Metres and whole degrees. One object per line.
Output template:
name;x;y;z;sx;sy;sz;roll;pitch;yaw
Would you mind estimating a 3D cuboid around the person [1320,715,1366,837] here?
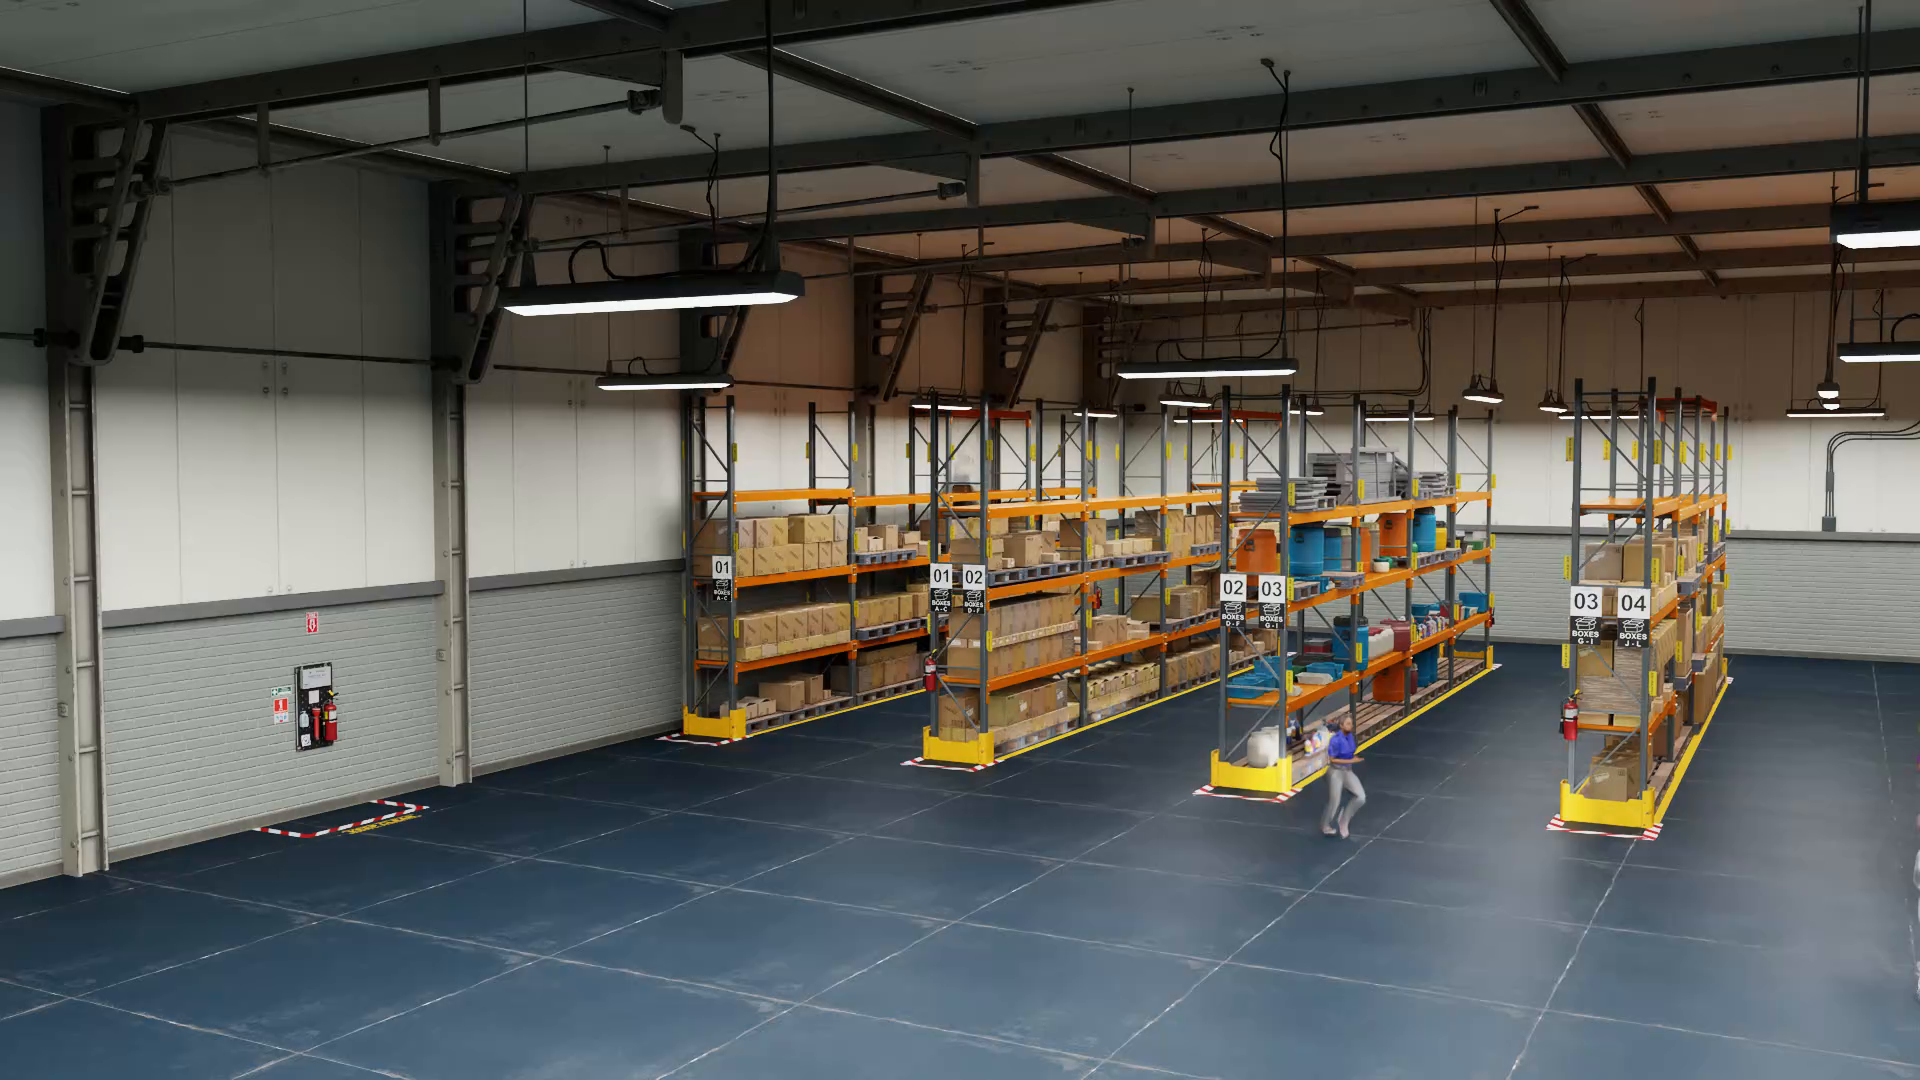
person;4.947;3.041;21.469;0.607;1.606;0.773;-2;4;-35
